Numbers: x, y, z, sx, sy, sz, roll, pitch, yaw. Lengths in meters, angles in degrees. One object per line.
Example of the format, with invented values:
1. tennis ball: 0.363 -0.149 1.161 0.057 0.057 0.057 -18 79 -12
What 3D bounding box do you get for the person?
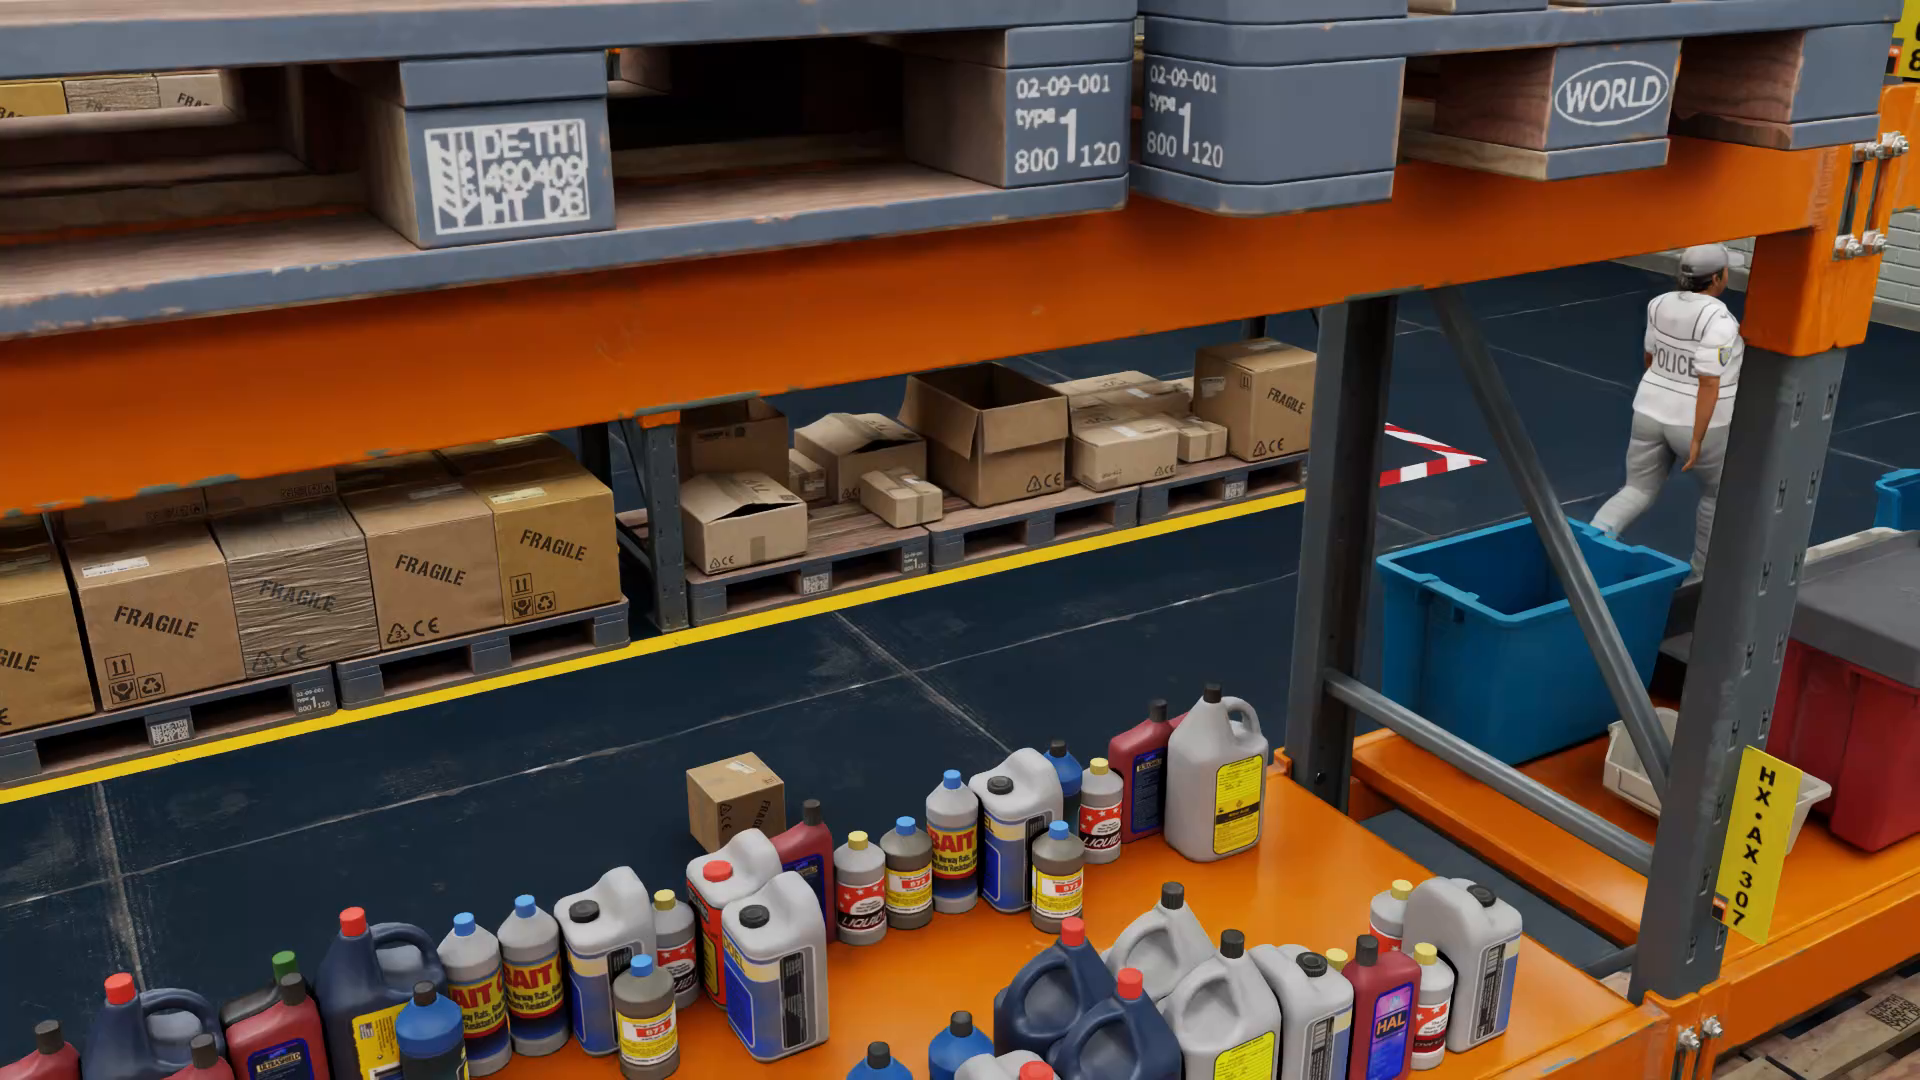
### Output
1. person: 3.204 -0.541 7.418 0.942 1.619 0.477 -11 24 -25
